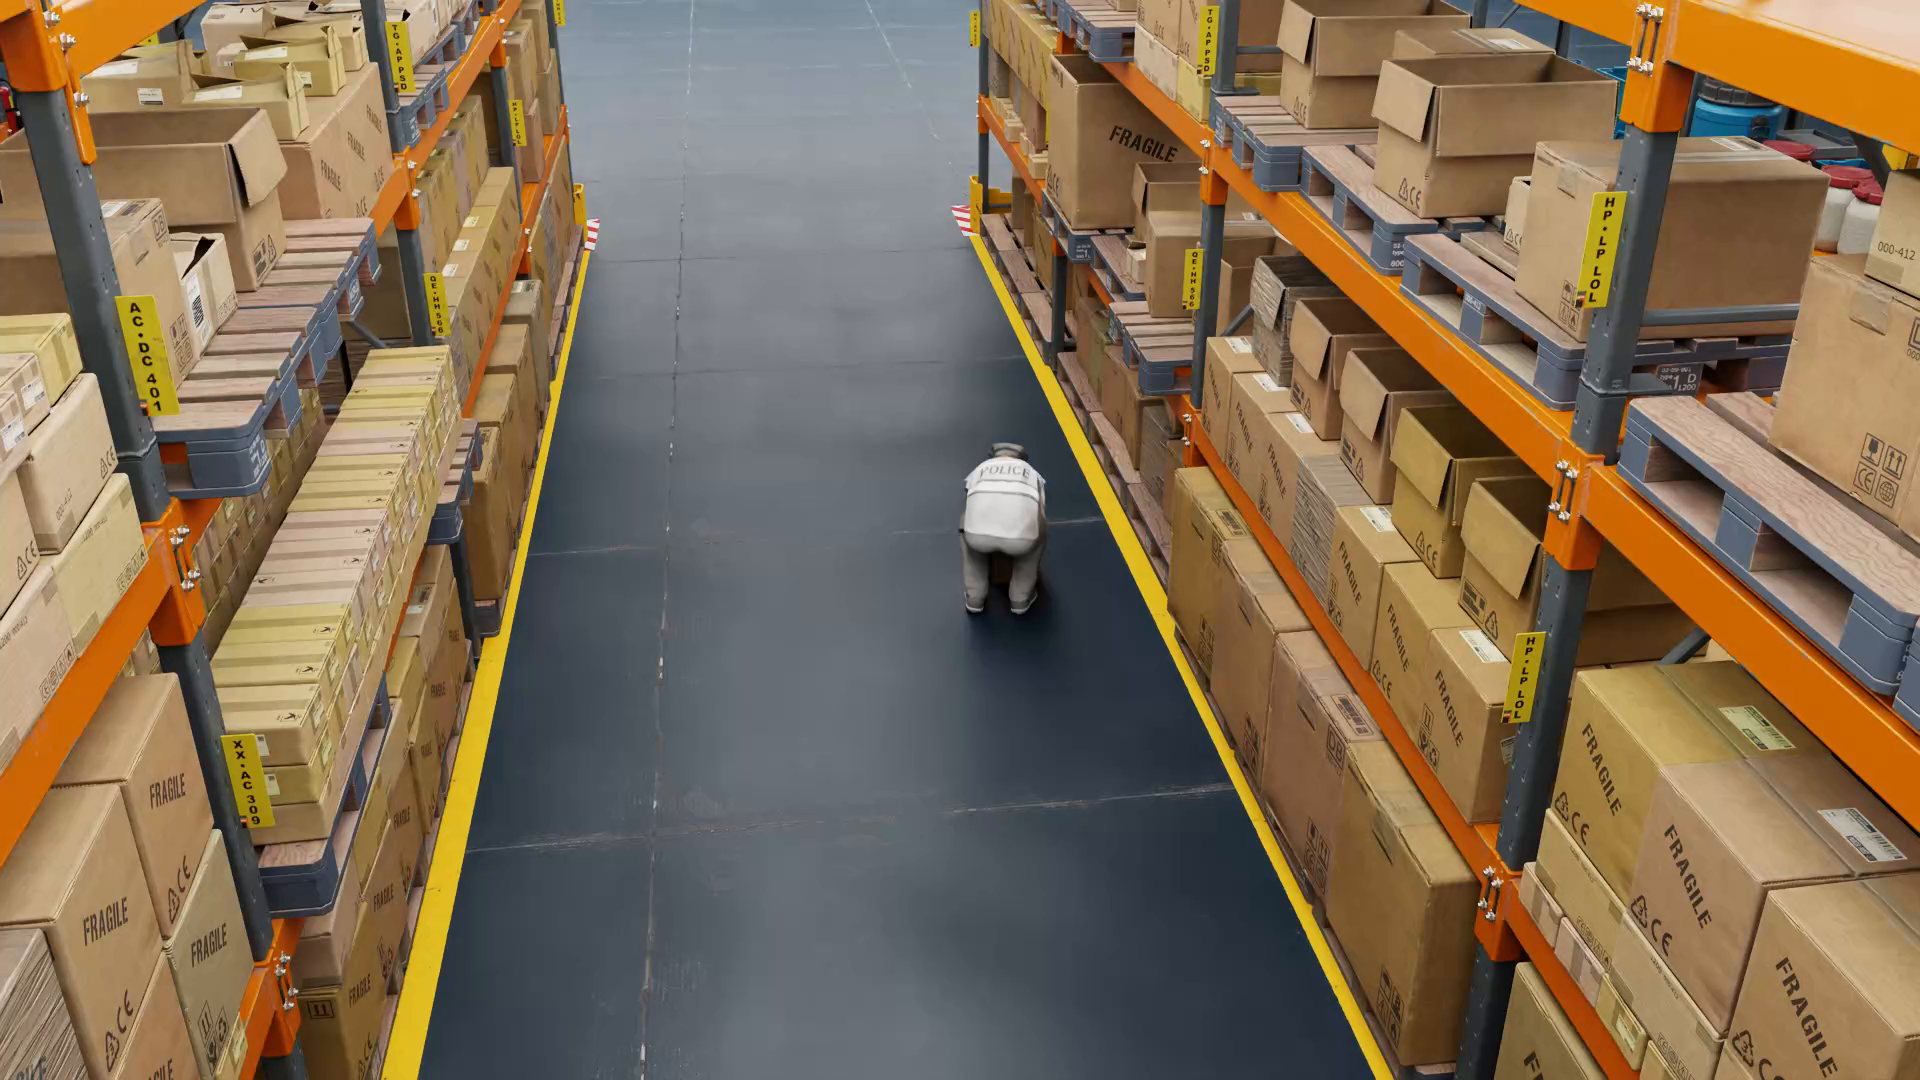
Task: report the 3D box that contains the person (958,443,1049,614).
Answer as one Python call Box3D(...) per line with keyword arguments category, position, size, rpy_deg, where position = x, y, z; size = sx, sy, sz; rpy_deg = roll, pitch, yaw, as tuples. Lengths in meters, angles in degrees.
Box3D(category="person", position=(0.260, -0.060, 9.763), size=(0.528, 0.855, 1.030), rpy_deg=(4, 27, 8))
